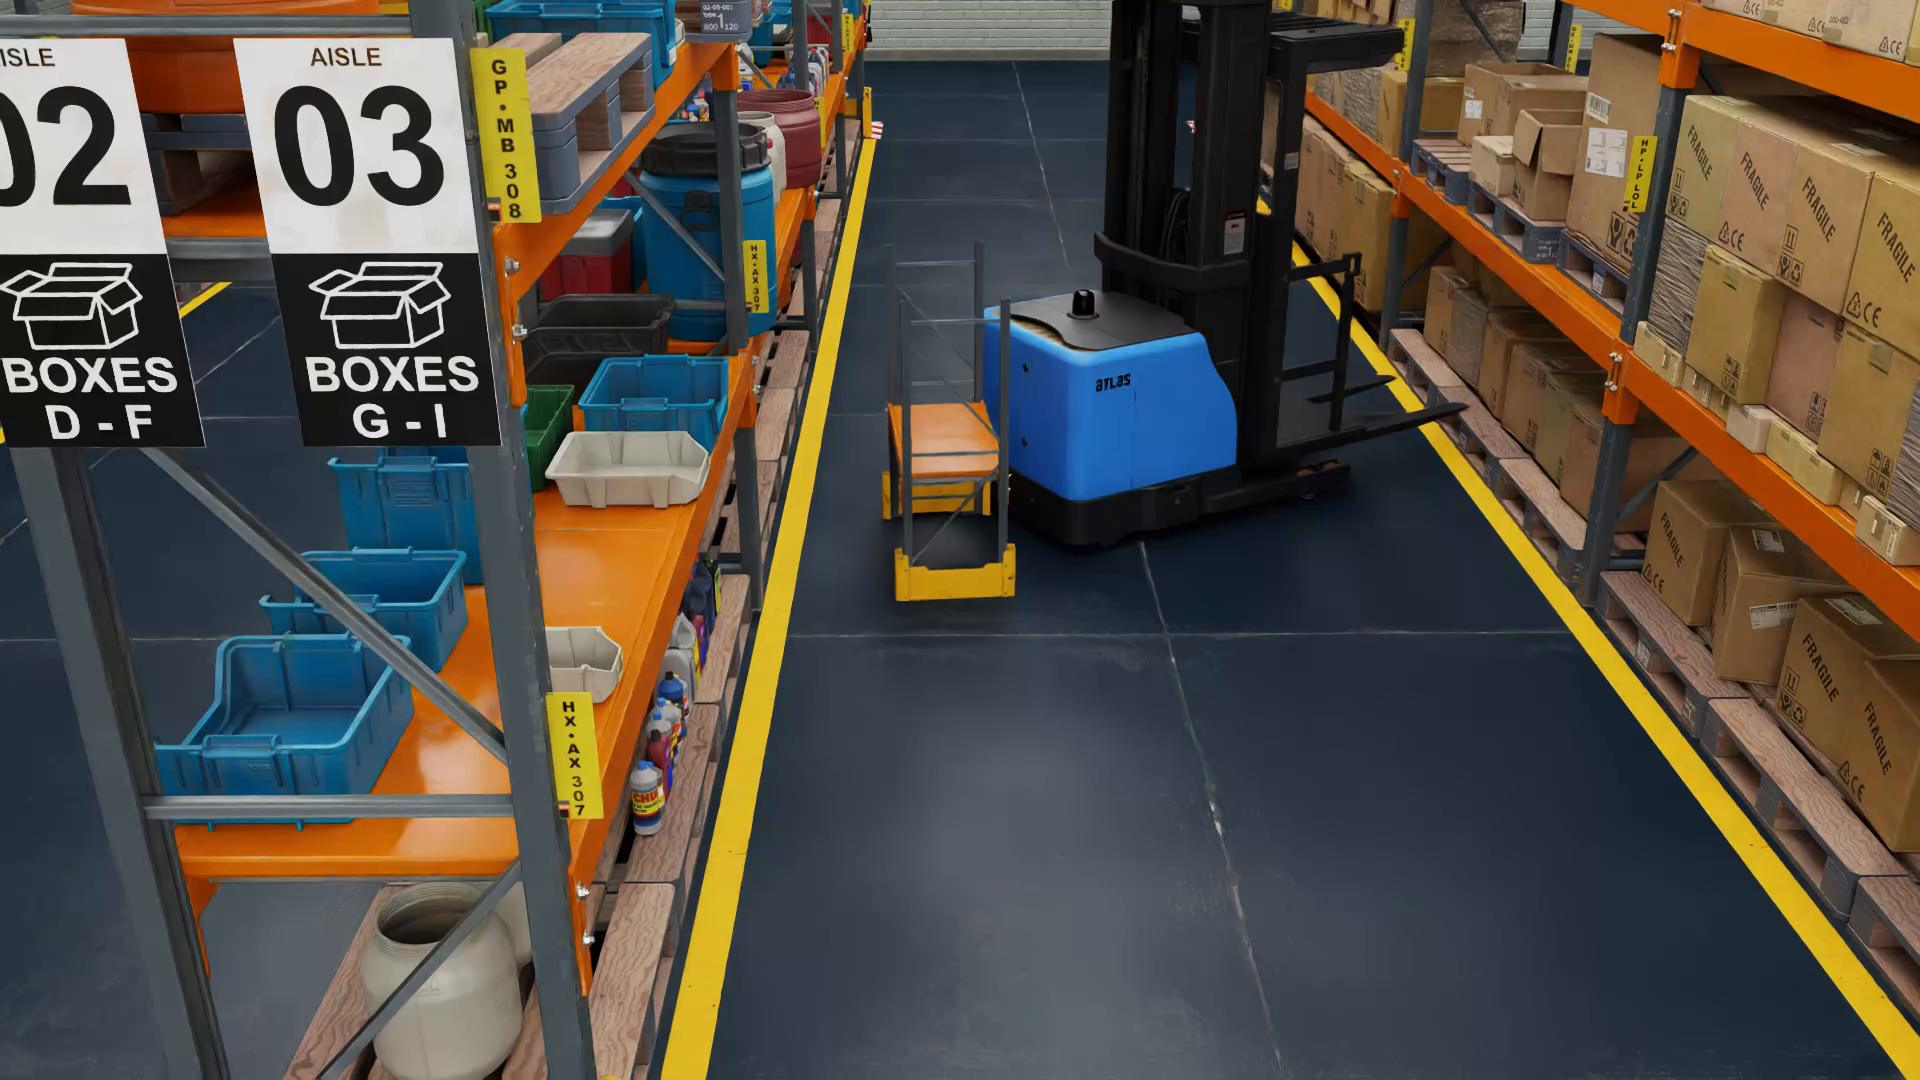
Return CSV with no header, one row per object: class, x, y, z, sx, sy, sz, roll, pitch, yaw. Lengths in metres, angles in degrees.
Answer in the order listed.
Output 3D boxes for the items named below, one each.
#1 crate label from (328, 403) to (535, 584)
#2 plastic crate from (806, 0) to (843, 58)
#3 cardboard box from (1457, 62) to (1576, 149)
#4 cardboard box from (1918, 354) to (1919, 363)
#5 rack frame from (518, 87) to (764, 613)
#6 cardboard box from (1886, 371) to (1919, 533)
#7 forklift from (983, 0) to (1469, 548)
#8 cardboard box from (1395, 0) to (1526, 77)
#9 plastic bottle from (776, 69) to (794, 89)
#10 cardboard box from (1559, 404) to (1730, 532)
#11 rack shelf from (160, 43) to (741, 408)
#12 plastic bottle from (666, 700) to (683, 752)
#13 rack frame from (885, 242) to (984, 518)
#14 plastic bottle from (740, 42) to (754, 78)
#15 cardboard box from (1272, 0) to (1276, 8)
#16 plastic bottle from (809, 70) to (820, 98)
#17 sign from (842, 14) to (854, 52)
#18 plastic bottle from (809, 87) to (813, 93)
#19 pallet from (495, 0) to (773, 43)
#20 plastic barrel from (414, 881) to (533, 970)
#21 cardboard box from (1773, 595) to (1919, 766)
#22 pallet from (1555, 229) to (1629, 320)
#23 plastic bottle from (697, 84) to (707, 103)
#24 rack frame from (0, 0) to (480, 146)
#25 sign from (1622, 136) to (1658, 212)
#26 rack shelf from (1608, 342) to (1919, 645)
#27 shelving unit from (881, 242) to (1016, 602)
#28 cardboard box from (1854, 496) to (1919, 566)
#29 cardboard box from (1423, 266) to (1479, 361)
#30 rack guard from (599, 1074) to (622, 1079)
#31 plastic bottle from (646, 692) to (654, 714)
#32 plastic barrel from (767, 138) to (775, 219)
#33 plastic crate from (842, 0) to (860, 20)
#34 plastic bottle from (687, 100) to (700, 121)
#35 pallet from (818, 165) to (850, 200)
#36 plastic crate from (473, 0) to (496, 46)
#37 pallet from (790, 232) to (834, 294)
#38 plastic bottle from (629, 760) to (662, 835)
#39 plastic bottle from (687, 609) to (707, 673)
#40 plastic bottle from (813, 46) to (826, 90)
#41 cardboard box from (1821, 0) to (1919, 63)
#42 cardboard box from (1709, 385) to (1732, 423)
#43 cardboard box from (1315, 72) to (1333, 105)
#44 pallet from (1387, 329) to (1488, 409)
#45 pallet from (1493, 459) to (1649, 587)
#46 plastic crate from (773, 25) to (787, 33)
crate label,-1.698,-0.164,5.429,0.502,0.435,0.616,0,24,-1
plastic crate,-1.297,-4.761,15.486,0.402,0.464,0.583,0,24,-1
cardboard box,3.504,-2.724,10.501,0.500,0.500,0.500,-3,25,-7
cardboard box,3.278,-0.687,4.933,0.500,0.500,0.500,0,24,-1
rack frame,-1.451,-1.039,7.407,1.000,3.000,0.127,0,24,-1
cardboard box,3.479,-0.232,5.141,0.875,0.500,0.500,0,24,-1
forklift,1.595,-1.734,9.026,3.031,2.935,1.130,-14,28,-28
cardboard box,3.466,-3.513,11.539,0.797,0.503,0.637,1,24,1
plastic bottle,-1.340,-3.425,12.743,0.144,0.351,0.185,0,24,-1
cardboard box,3.516,-0.376,8.440,0.700,0.500,0.500,-2,24,-5
rack shelf,-1.429,-1.253,5.114,1.077,0.370,4.000,0,24,-1
plastic bottle,-1.122,0.712,6.397,0.097,0.201,0.097,0,24,0
rack frame,-0.129,-0.820,8.742,0.500,1.500,0.032,-2,24,-5
plastic bottle,-1.858,-4.150,14.345,0.144,0.351,0.185,0,24,-1
cardboard box,3.141,-5.161,15.432,0.500,0.500,0.500,0,24,0
plastic bottle,-1.197,-3.608,13.239,0.152,0.276,0.135,0,24,-1
sign,-0.988,-4.463,14.642,0.100,0.325,0.005,0,24,-1
plastic bottle,-1.163,-3.332,12.633,0.097,0.271,0.097,0,24,0
pallet,-1.346,-2.022,6.171,1.213,0.211,1.003,0,24,-1
plastic barrel,-1.497,1.074,5.244,0.421,0.512,0.421,0,24,0
cardboard box,3.565,0.543,6.433,0.500,0.500,0.500,-2,24,-5
pallet,3.639,-1.289,8.193,1.003,0.211,1.213,0,24,-1
plastic bottle,-1.938,-3.269,12.481,0.061,0.283,0.133,0,24,-1
rack frame,-1.408,-2.124,2.526,1.000,3.000,0.127,0,24,-1
sign,2.947,-1.584,7.208,0.100,0.325,0.005,0,24,-1
rack shelf,3.523,0.091,5.782,1.077,0.370,4.000,0,24,-1
shelving unit,-0.076,-0.615,8.290,0.587,1.500,1.083,-2,24,-5
cardboard box,3.214,-0.032,5.486,0.380,0.149,0.250,0,24,-1
cardboard box,3.485,-1.495,10.914,0.700,0.500,0.500,-2,24,-3
rack guard,-1.455,1.717,4.346,1.175,0.500,0.348,0,24,-1
plastic bottle,-1.259,0.542,6.673,0.061,0.283,0.133,0,24,-1
plastic barrel,-1.255,-1.976,9.315,0.433,0.535,0.433,0,24,0
plastic crate,-1.392,-5.890,18.017,0.616,0.435,0.499,0,24,-1
plastic bottle,-1.913,-3.016,11.935,0.097,0.271,0.097,0,24,0
pallet,-1.585,-3.367,15.939,1.003,0.211,1.213,0,24,-1
plastic crate,-1.706,-1.657,5.392,0.336,0.188,0.450,0,24,-1
pallet,-1.555,-2.243,13.452,1.003,0.211,1.213,0,24,-1
plastic bottle,-1.116,0.904,5.889,0.097,0.271,0.097,0,24,0
plastic bottle,-1.110,0.409,6.969,0.061,0.283,0.133,1,24,3
plastic bottle,-1.201,-3.935,13.871,0.144,0.351,0.185,0,24,-1
cardboard box,3.256,-1.750,5.521,0.500,0.250,0.500,-1,24,-3
cardboard box,3.235,-0.548,6.626,0.380,0.149,0.250,0,24,-1
cardboard box,3.181,-3.799,13.388,0.500,0.500,0.500,-1,24,-2
pallet,3.465,-1.117,10.963,1.003,0.211,1.213,0,24,-1
pallet,3.492,-0.111,8.740,1.003,0.211,1.213,0,24,-1
plastic crate,-1.858,-4.959,16.321,0.293,0.136,0.466,0,24,-1
